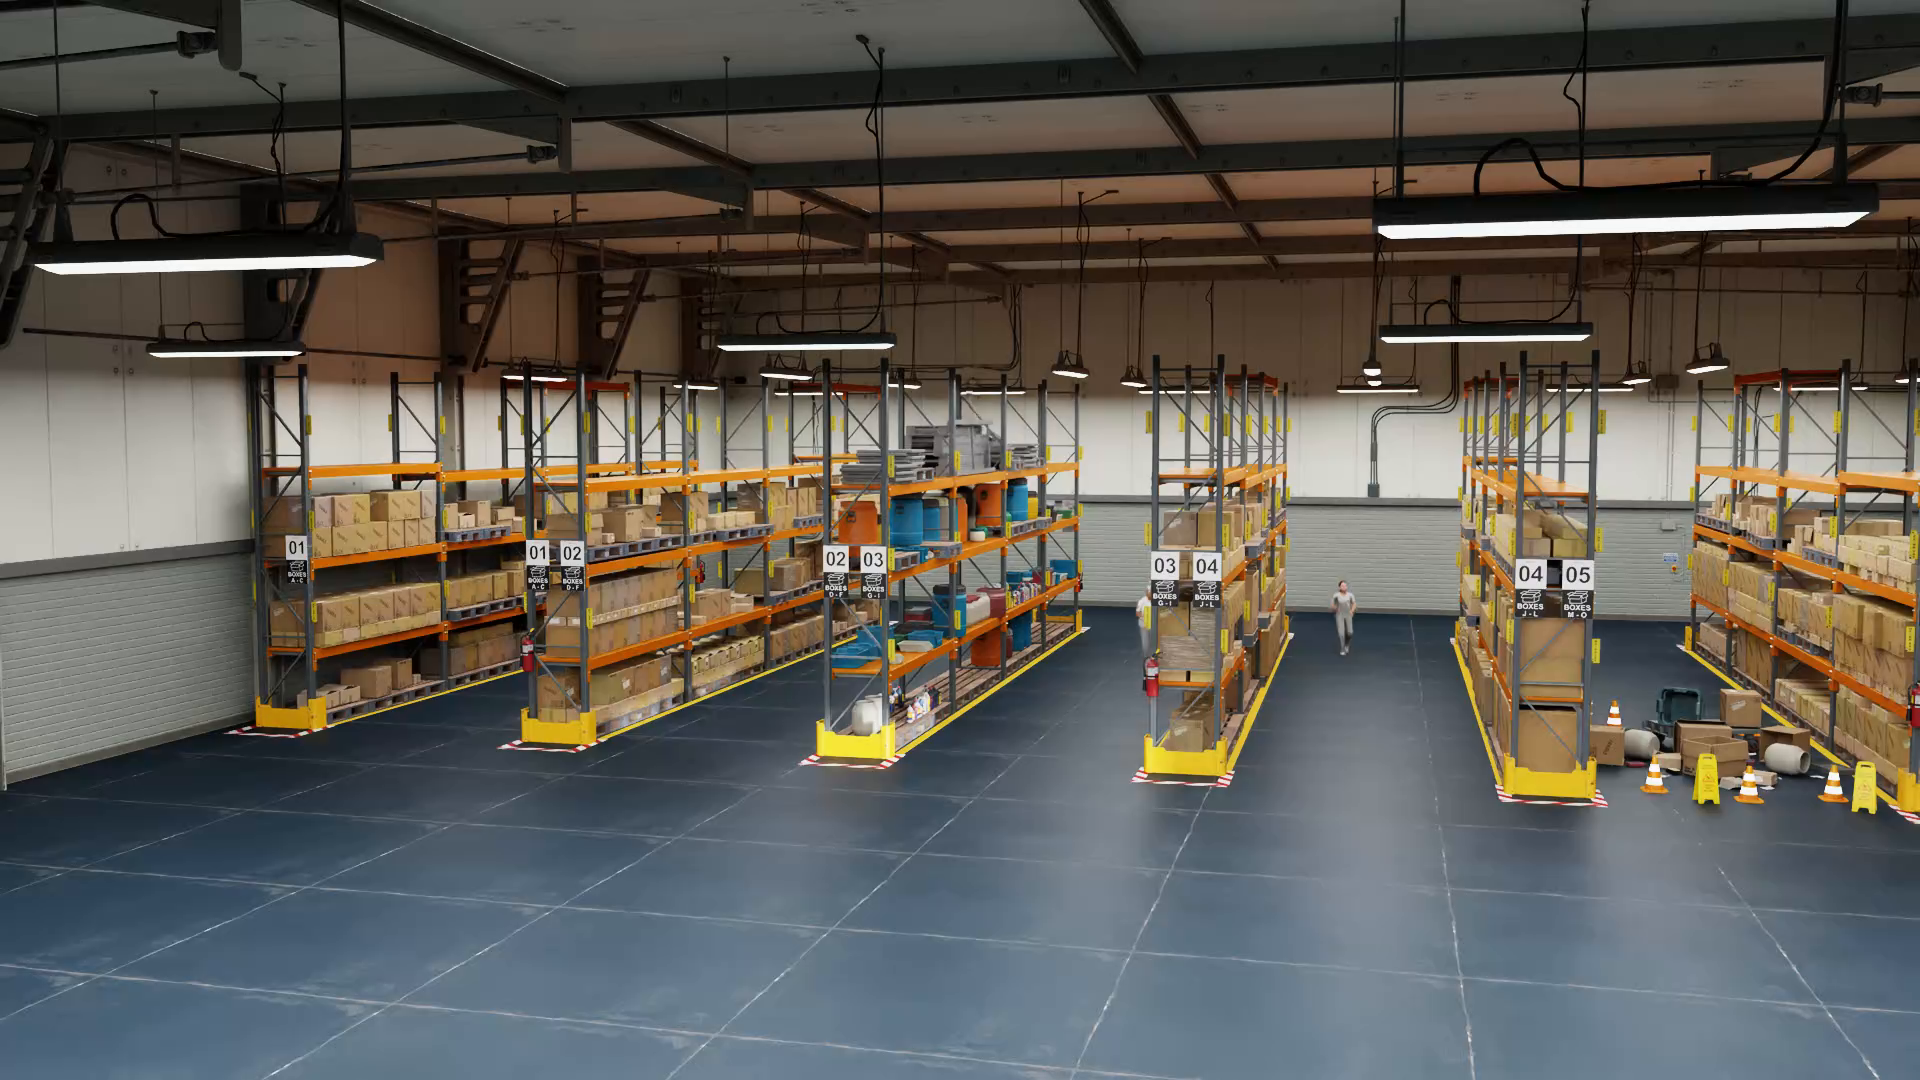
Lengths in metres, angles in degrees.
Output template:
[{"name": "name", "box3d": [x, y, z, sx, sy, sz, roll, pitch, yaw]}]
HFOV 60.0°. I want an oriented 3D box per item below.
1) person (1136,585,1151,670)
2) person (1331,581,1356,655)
[{"name": "person", "box3d": [3.649, 1.726, 31.847, 0.587, 1.732, 0.607, 1, 4, 12]}, {"name": "person", "box3d": [8.319, 1.696, 36.015, 0.555, 1.626, 0.556, 0, 4, 5]}]
